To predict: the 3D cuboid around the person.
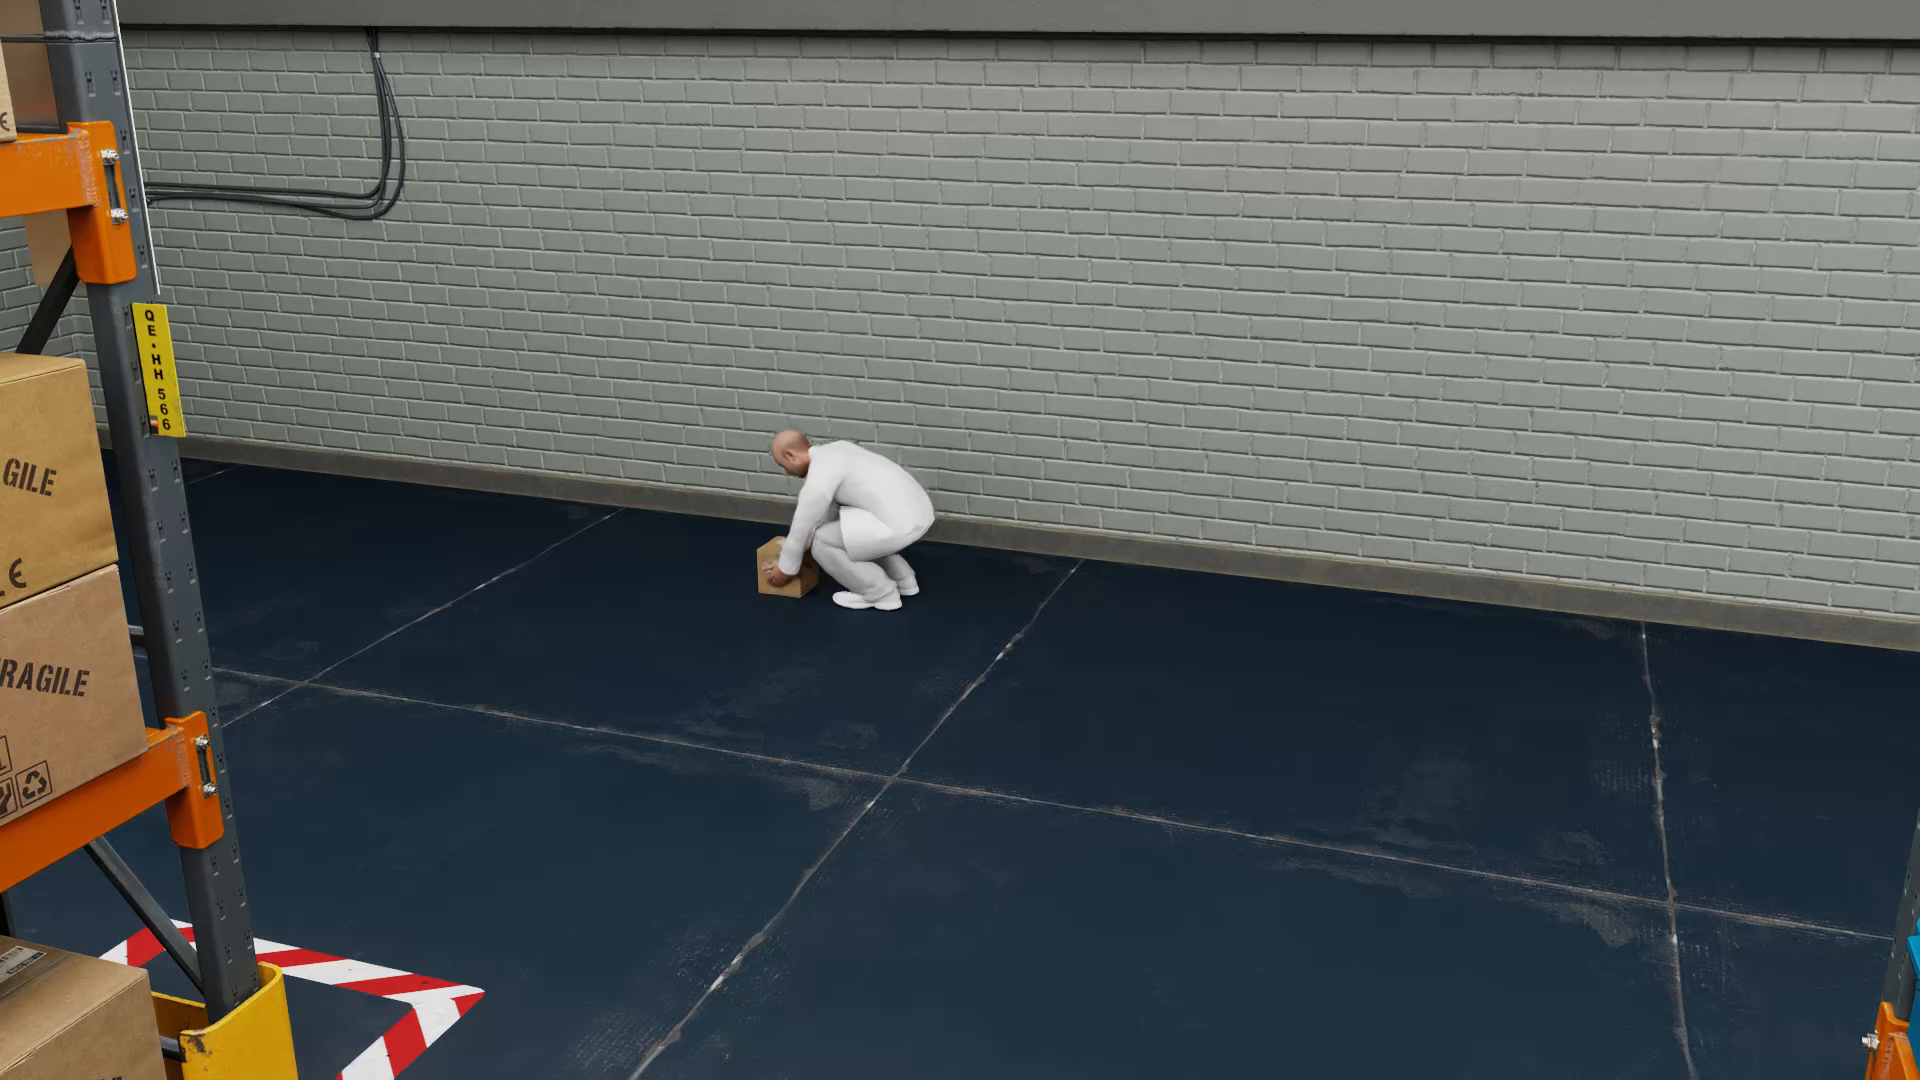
[{"bbox_3d":[-0.586,-0.127,8.834,0.909,0.918,0.609,6,19,18],"label":"person"}]
